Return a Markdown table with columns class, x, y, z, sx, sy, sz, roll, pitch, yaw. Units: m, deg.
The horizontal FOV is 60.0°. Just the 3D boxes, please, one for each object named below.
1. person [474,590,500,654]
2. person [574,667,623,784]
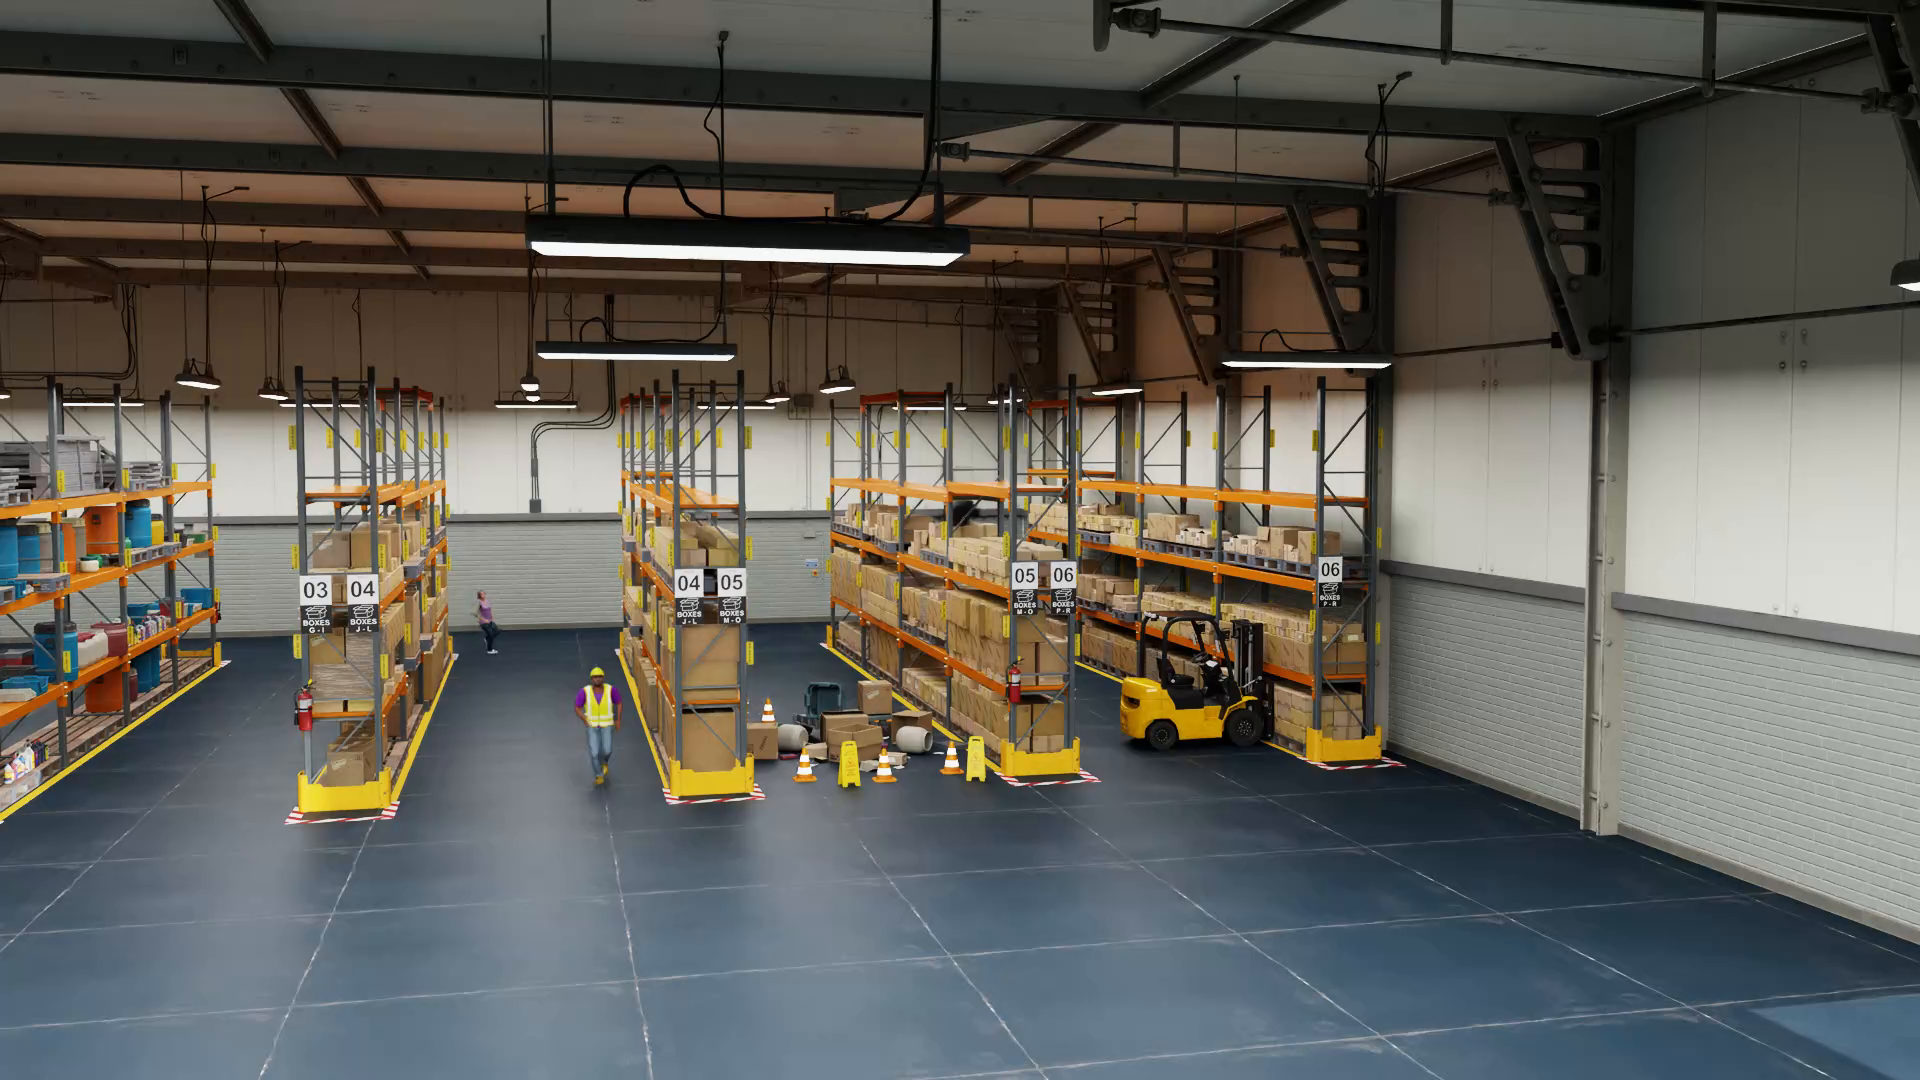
| class | x | y | z | sx | sy | sz | roll | pitch | yaw |
| --- | --- | --- | --- | --- | --- | --- | --- | --- | --- |
| person | -11.052 | 1.924 | 38.843 | 0.478 | 1.512 | 0.586 | 2 | 4 | 25 |
| person | -5.258 | 2.705 | 24.222 | 0.704 | 1.714 | 0.593 | -1 | 4 | -15 |
